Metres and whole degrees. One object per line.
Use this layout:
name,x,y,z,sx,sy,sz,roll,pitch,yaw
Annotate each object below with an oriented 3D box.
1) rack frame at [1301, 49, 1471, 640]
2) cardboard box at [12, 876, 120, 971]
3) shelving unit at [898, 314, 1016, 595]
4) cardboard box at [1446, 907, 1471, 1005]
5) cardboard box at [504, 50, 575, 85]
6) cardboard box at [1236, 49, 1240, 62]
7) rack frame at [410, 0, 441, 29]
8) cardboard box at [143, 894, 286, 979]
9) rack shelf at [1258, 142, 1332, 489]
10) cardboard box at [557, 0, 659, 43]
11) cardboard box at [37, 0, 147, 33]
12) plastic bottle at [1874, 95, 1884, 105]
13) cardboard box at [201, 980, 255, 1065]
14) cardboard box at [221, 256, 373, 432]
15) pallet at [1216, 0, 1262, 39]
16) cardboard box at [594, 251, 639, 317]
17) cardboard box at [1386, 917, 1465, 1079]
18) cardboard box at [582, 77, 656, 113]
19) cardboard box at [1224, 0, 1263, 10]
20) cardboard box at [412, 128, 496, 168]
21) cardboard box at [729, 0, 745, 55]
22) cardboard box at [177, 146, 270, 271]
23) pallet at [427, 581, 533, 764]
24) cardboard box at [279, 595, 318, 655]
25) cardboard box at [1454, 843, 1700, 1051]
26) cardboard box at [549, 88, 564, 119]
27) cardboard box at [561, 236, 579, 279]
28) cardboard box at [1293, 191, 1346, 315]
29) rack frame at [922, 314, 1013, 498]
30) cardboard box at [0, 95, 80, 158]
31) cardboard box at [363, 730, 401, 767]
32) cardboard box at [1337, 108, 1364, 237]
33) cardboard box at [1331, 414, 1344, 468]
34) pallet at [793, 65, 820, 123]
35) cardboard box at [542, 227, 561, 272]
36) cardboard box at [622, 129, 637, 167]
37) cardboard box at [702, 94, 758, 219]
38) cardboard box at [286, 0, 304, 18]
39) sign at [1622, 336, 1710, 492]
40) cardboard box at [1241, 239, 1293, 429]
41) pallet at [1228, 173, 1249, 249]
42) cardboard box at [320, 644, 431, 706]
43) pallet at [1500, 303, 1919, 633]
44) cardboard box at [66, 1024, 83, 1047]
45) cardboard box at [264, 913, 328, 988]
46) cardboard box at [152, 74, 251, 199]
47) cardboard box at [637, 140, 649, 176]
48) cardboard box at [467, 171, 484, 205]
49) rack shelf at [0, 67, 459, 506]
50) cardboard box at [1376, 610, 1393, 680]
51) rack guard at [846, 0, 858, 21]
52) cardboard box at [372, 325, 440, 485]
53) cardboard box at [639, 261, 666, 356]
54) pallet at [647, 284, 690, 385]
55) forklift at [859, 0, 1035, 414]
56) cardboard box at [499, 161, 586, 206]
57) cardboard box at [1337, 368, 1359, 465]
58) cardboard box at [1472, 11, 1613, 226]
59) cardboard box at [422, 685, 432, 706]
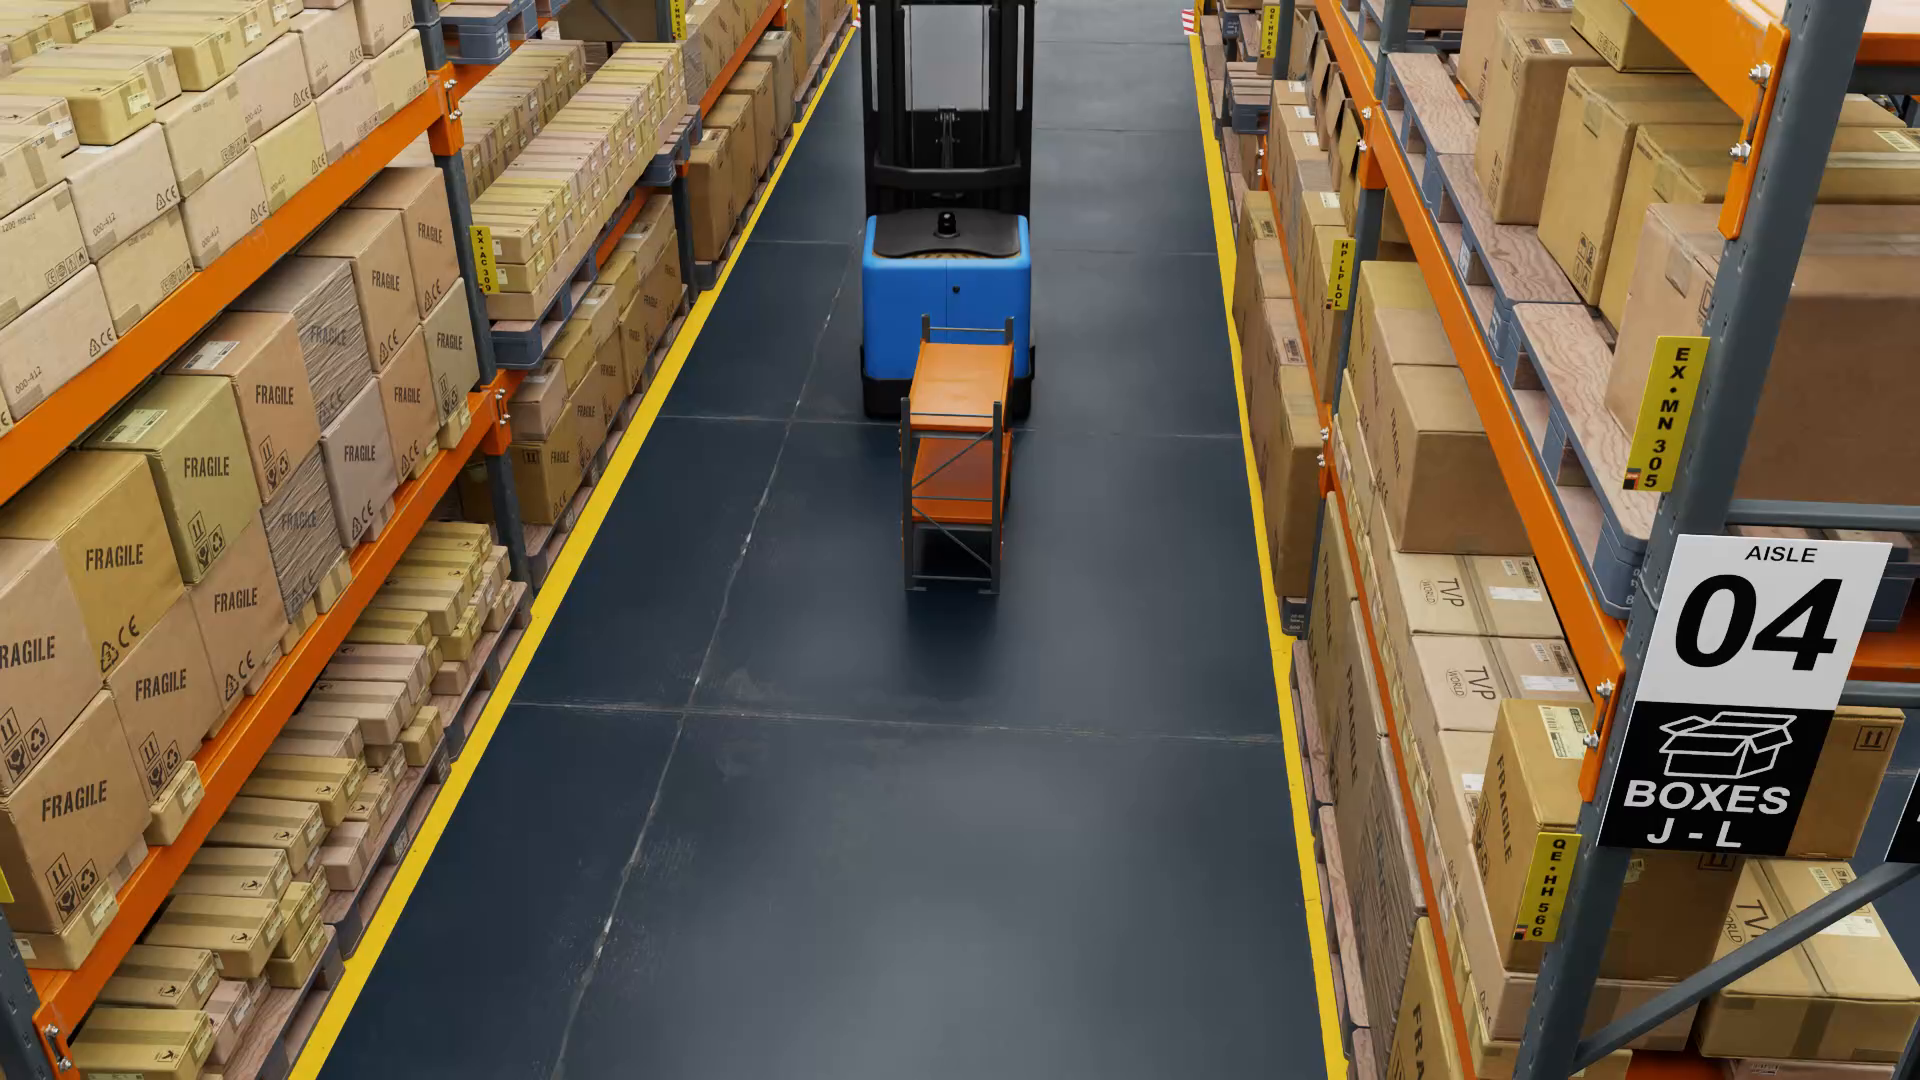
rack frame,2.201,-0.676,7.488,1.000,3.000,0.127,2,32,4
cardboard box,-2.707,1.103,4.841,0.380,0.149,0.250,2,32,4
shelving unit,-0.001,-0.475,8.949,0.538,1.125,1.048,2,32,4
cardboard box,1.596,1.186,4.705,0.380,0.149,0.250,3,32,4
cardboard box,-2.658,-2.983,10.504,0.380,0.149,0.250,2,32,3
cardboard box,2.936,-4.809,16.177,0.500,0.500,0.500,0,32,0
rack frame,-2.734,-3.495,6.343,1.000,3.000,0.127,2,32,4
cardboard box,-2.628,1.398,5.873,0.380,0.149,0.250,2,32,4
rack shelf,2.364,-1.415,9.373,1.077,0.370,4.000,2,32,4
cardboard box,-2.362,-3.735,11.403,0.700,0.500,0.500,2,32,4
cardboard box,-3.086,-1.850,5.820,0.380,0.149,0.250,1,32,2
plastic bottle,8.269,-3.898,14.964,0.097,0.201,0.097,0,32,0
cardboard box,-2.683,1.656,5.738,0.380,0.149,0.250,2,32,4
cardboard box,-2.595,-0.741,6.261,0.500,0.500,0.500,3,32,5
pallet,2.645,-4.384,13.687,1.003,0.211,1.213,2,32,4
cardboard box,-2.290,-1.568,10.202,0.500,0.250,0.500,3,32,5
cardboard box,1.848,1.803,5.089,0.875,0.875,0.875,2,32,4
cardboard box,-2.053,-2.673,10.001,0.380,0.149,0.250,3,32,5
cardboard box,2.648,-4.884,13.344,1.000,1.000,1.000,3,32,4
cardboard box,-2.789,-2.165,9.177,0.380,0.149,0.250,1,32,2
cardboard box,-1.980,-4.088,12.929,0.500,0.500,0.500,2,32,3
cardboard box,-2.639,-1.100,5.460,0.500,0.250,0.500,2,32,4
pallet,-2.753,0.599,8.076,1.003,0.211,1.213,2,32,4
cardboard box,-2.630,0.285,6.168,0.380,0.149,0.250,4,32,6
cardboard box,1.651,1.088,4.485,0.500,0.250,0.500,2,32,3
cardboard box,-2.686,-2.705,10.336,0.380,0.149,0.250,2,32,2
cardboard box,-2.202,-1.474,8.623,0.380,0.149,0.250,3,32,4
cardboard box,2.050,-1.507,8.740,0.500,0.500,0.500,2,32,3
rack frame,0.041,-0.741,9.380,0.500,1.125,0.032,2,32,4
cardboard box,-2.737,-1.142,4.671,0.380,0.149,0.250,3,32,5
cardboard box,-2.618,0.829,7.079,0.380,0.149,0.250,1,32,2
cardboard box,2.313,-1.838,8.322,0.797,0.503,0.637,3,32,5
cardboard box,1.846,-0.428,7.326,0.380,0.149,0.250,3,32,4
pallet,-1.943,-4.331,16.076,1.003,0.211,1.213,2,32,4
cardboard box,-2.224,-1.461,8.317,0.380,0.149,0.250,2,32,3
cardboard box,-2.098,-2.278,9.643,0.380,0.149,0.250,3,32,5
cardboard box,-2.201,-3.025,13.044,1.050,0.750,0.750,3,32,5
cardboard box,-2.615,-1.961,6.000,0.380,0.149,0.250,4,32,6
sign,1.336,-0.235,3.145,0.100,0.325,0.005,2,32,4
cardboard box,2.370,-1.216,9.989,1.225,0.875,0.875,3,32,4
pallet,2.694,-2.625,13.308,1.003,0.211,1.213,2,32,4
cardboard box,-2.527,0.582,7.197,0.380,0.149,0.250,1,32,2
pallet,1.926,-0.212,3.960,1.003,0.211,1.213,2,32,4
cardboard box,-3.226,1.637,5.769,0.380,0.149,0.250,2,32,3
cardboard box,-2.615,1.526,6.232,0.380,0.149,0.250,3,32,5
cardboard box,-2.631,-1.295,5.299,0.500,0.250,0.500,1,32,2
cardboard box,-2.077,-2.291,9.948,0.380,0.149,0.250,1,32,2
cardboard box,-2.815,-1.902,9.033,0.380,0.149,0.250,1,32,1
rack shelf,-2.897,-0.865,5.622,1.077,0.370,4.000,2,32,4
cardboard box,1.720,0.387,6.003,0.380,0.149,0.250,2,32,3
rack guard,-1.755,-6.164,18.775,1.175,0.500,0.348,2,32,4
cardboard box,-2.535,-0.573,6.942,0.500,0.500,0.500,2,32,3
cardboard box,-2.247,-1.520,10.840,0.500,0.500,0.500,4,32,6
pallet,-2.473,-1.436,11.380,1.003,0.211,1.213,2,32,4
forklift,-0.079,-2.770,10.951,1.130,2.935,3.031,0,32,0
cardboard box,-2.181,-1.862,8.685,0.380,0.149,0.250,2,32,3
cardboard box,1.902,-0.504,7.068,0.500,0.250,0.500,2,32,3
cardboard box,1.965,-1.257,4.980,0.700,0.500,0.500,4,32,6
cardboard box,-2.631,0.720,7.540,0.380,0.149,0.250,2,32,3
